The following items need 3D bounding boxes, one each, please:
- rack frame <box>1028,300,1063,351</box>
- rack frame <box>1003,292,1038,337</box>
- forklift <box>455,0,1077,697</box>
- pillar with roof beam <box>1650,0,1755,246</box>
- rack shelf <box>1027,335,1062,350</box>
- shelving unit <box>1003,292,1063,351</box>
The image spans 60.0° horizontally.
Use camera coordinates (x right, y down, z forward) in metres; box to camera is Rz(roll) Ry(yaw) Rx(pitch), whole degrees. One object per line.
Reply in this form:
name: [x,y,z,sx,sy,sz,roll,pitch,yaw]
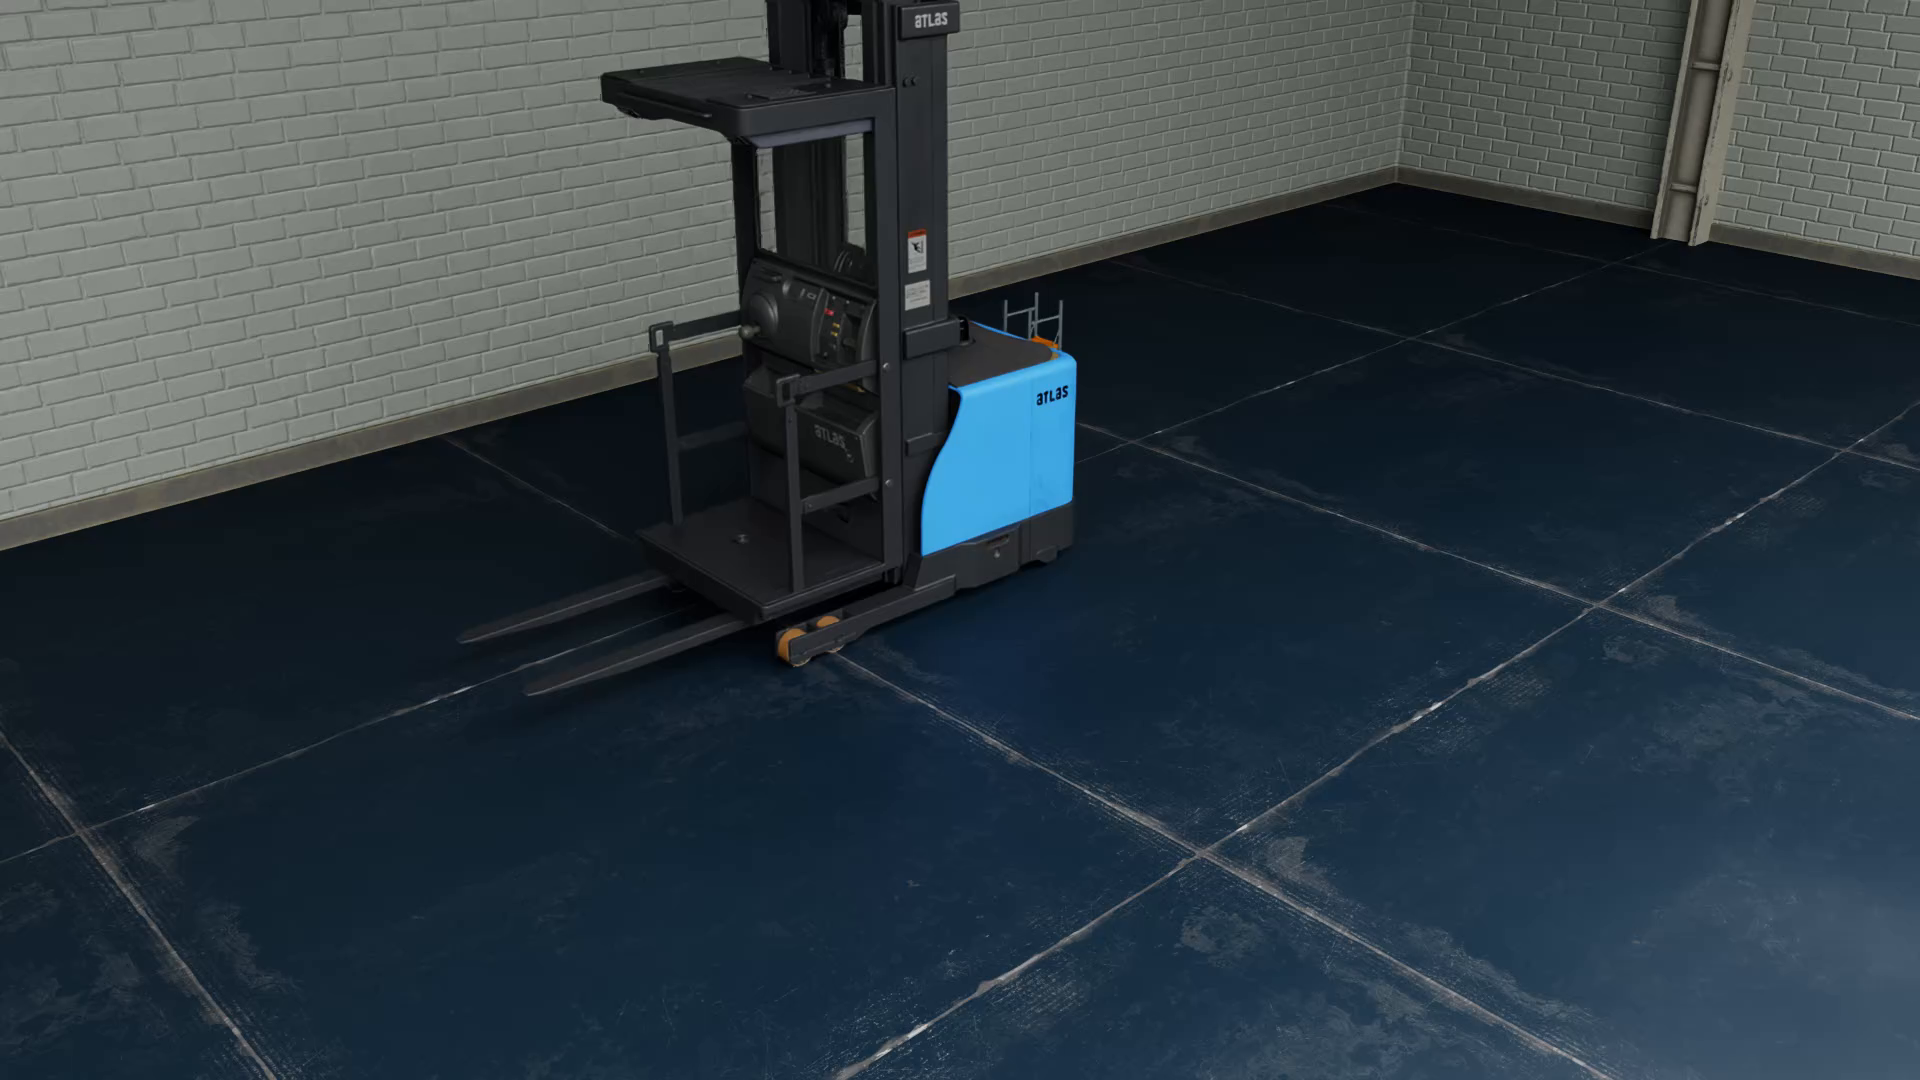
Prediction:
rack frame: [0.436,-0.661,8.752,0.240,1.200,0.006,-20,31,-37]
rack frame: [0.315,-0.718,8.877,0.240,1.200,0.006,-20,31,-37]
forklift: [-0.852,-1.010,7.432,3.031,2.935,1.130,-20,31,-37]
pillar with roof beam: [3.137,-5.501,9.967,9.100,9.000,0.400,-21,32,-38]
rack shelf: [0.377,-0.978,8.684,0.258,0.103,0.180,-20,31,-37]
shelving unit: [0.375,-0.690,8.814,0.258,1.200,0.189,-20,31,-37]
